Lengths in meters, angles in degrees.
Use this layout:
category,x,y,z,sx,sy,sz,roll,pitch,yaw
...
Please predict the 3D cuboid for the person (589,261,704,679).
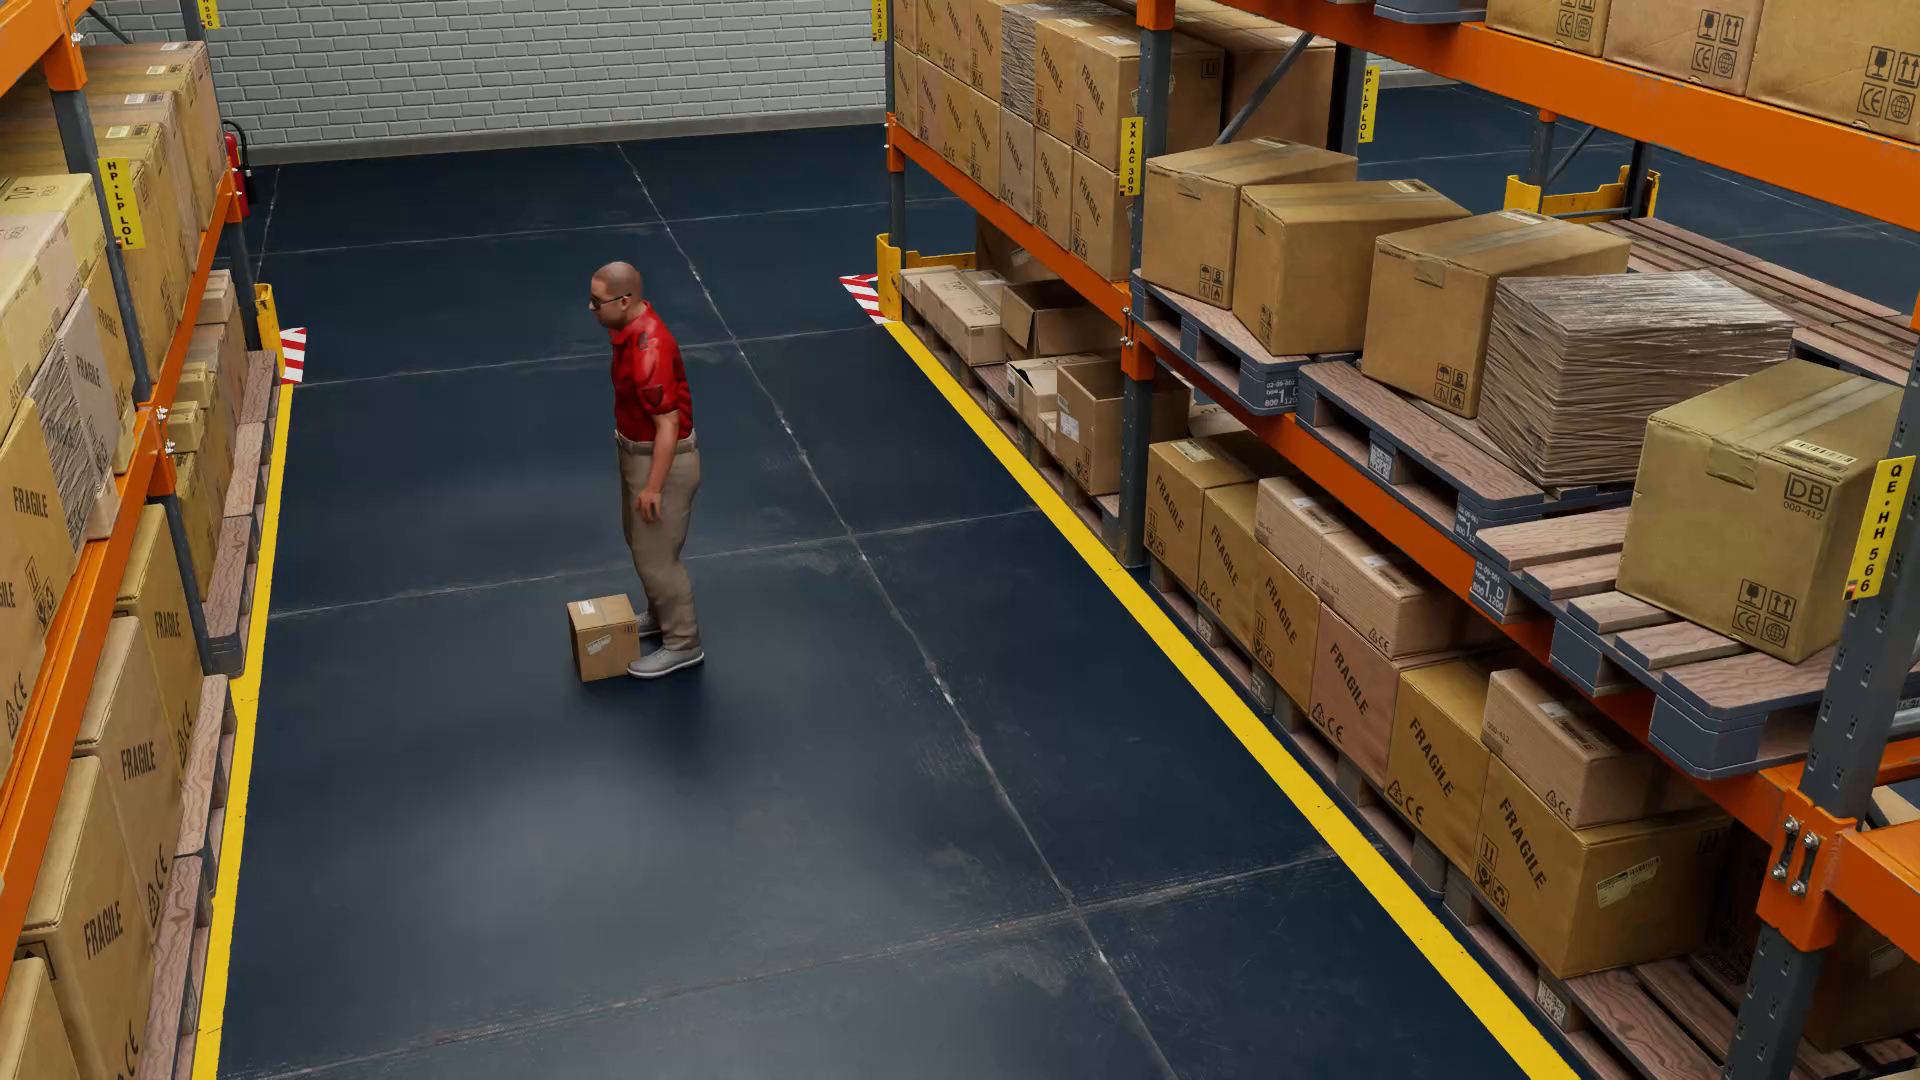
category,x,y,z,sx,sy,sz,roll,pitch,yaw
person,-1.258,-0.295,6.729,0.385,1.727,0.585,-8,27,-16
